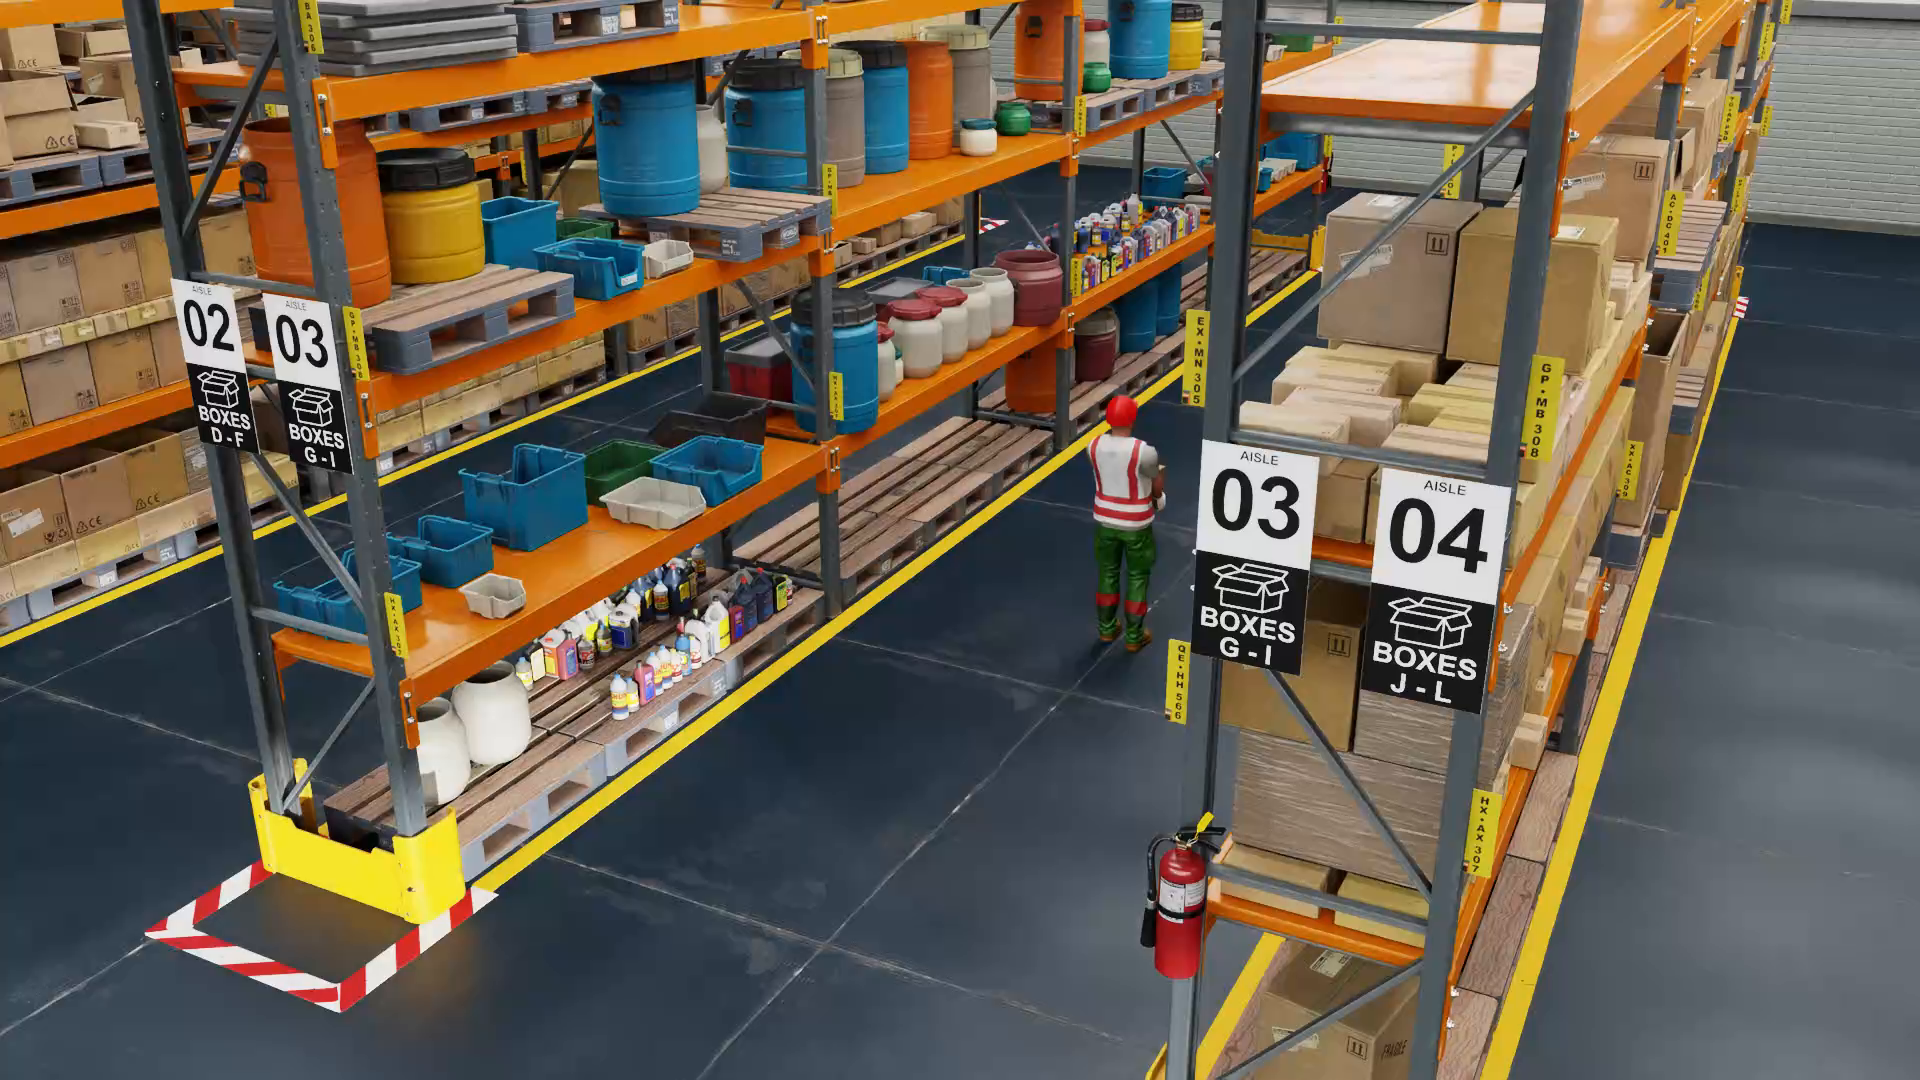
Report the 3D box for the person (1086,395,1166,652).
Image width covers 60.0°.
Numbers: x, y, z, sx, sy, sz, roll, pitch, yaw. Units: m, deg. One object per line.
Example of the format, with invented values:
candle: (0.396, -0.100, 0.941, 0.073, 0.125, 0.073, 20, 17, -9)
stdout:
person: (1.118, -0.157, 11.112, 0.493, 1.782, 0.564, 11, 25, 25)
